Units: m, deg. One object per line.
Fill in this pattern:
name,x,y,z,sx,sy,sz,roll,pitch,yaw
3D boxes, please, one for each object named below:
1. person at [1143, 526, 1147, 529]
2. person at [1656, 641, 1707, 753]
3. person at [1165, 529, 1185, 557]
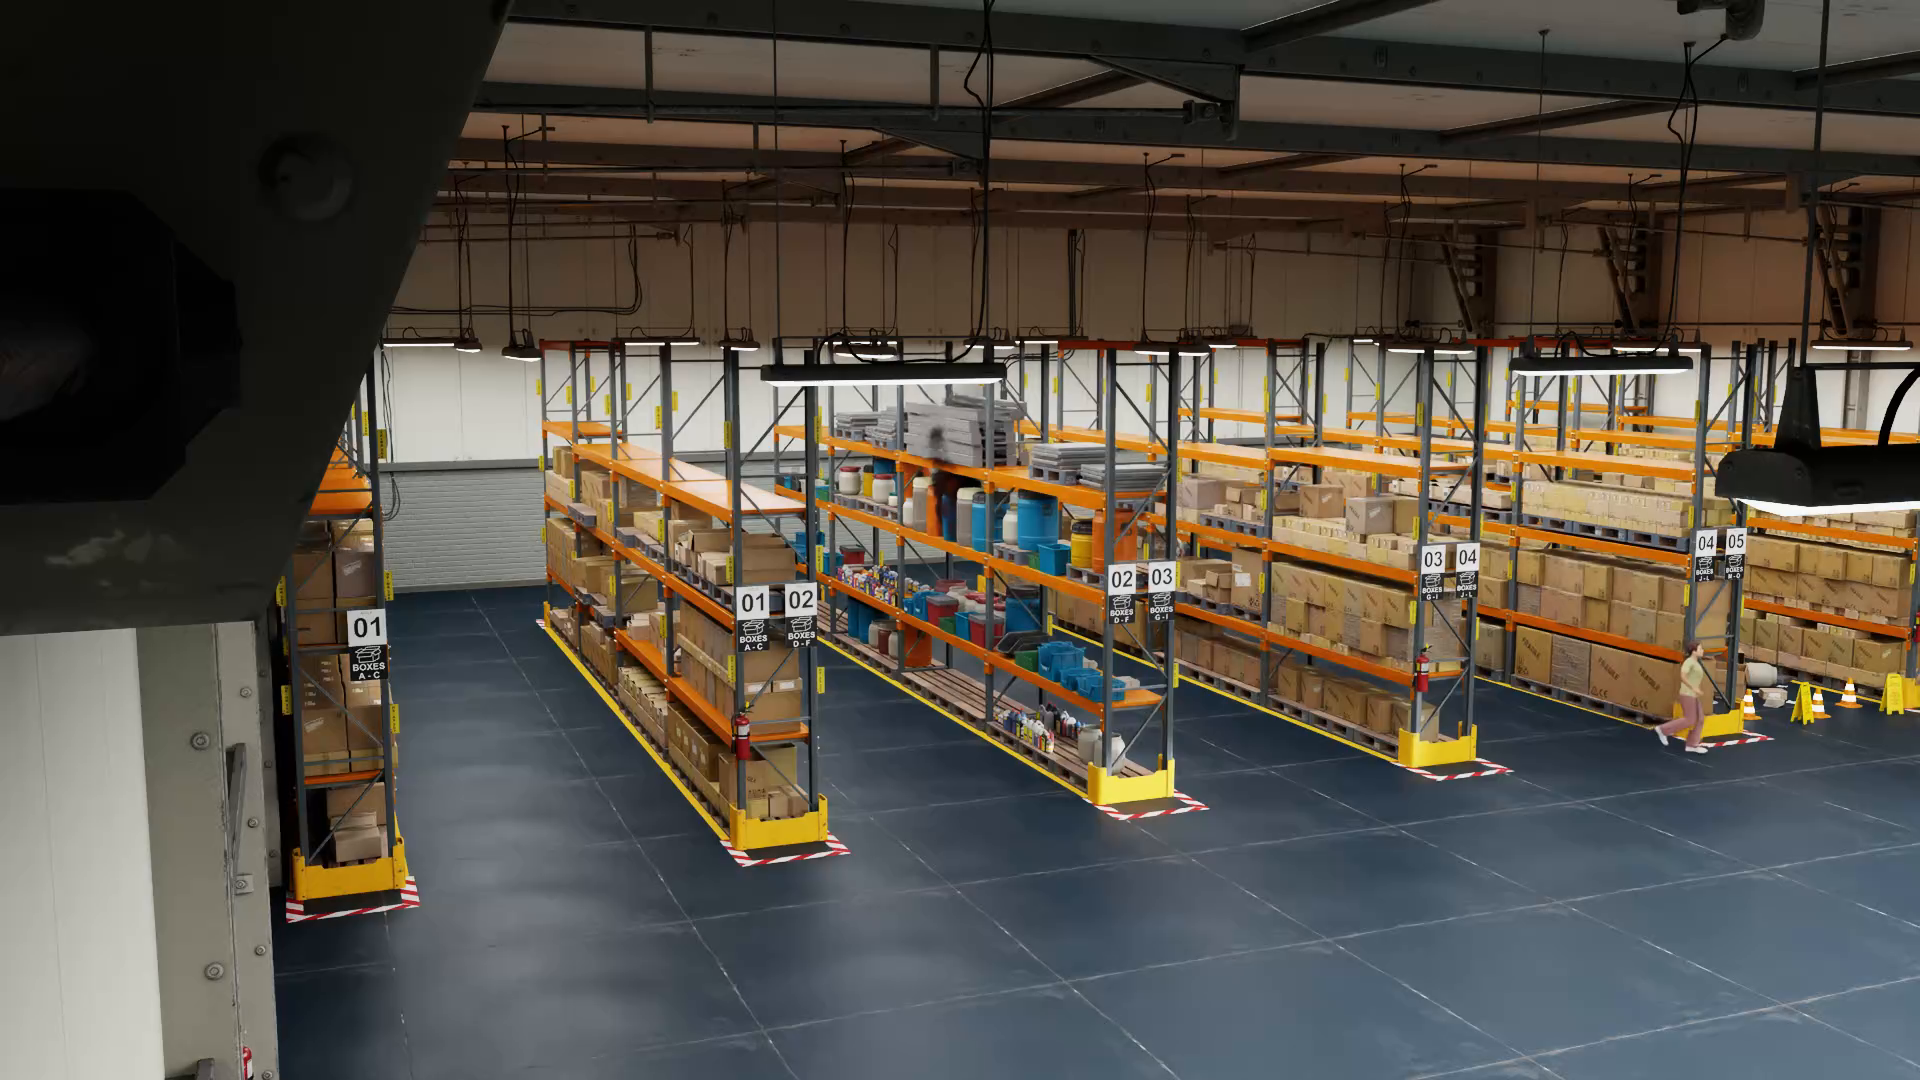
person,4.313,0.455,39.131,0.524,1.587,0.544,-3,8,-25
person,10.794,2.310,24.754,0.722,1.649,0.630,4,9,31
person,4.784,0.544,37.930,0.685,1.772,0.677,-2,8,-13
